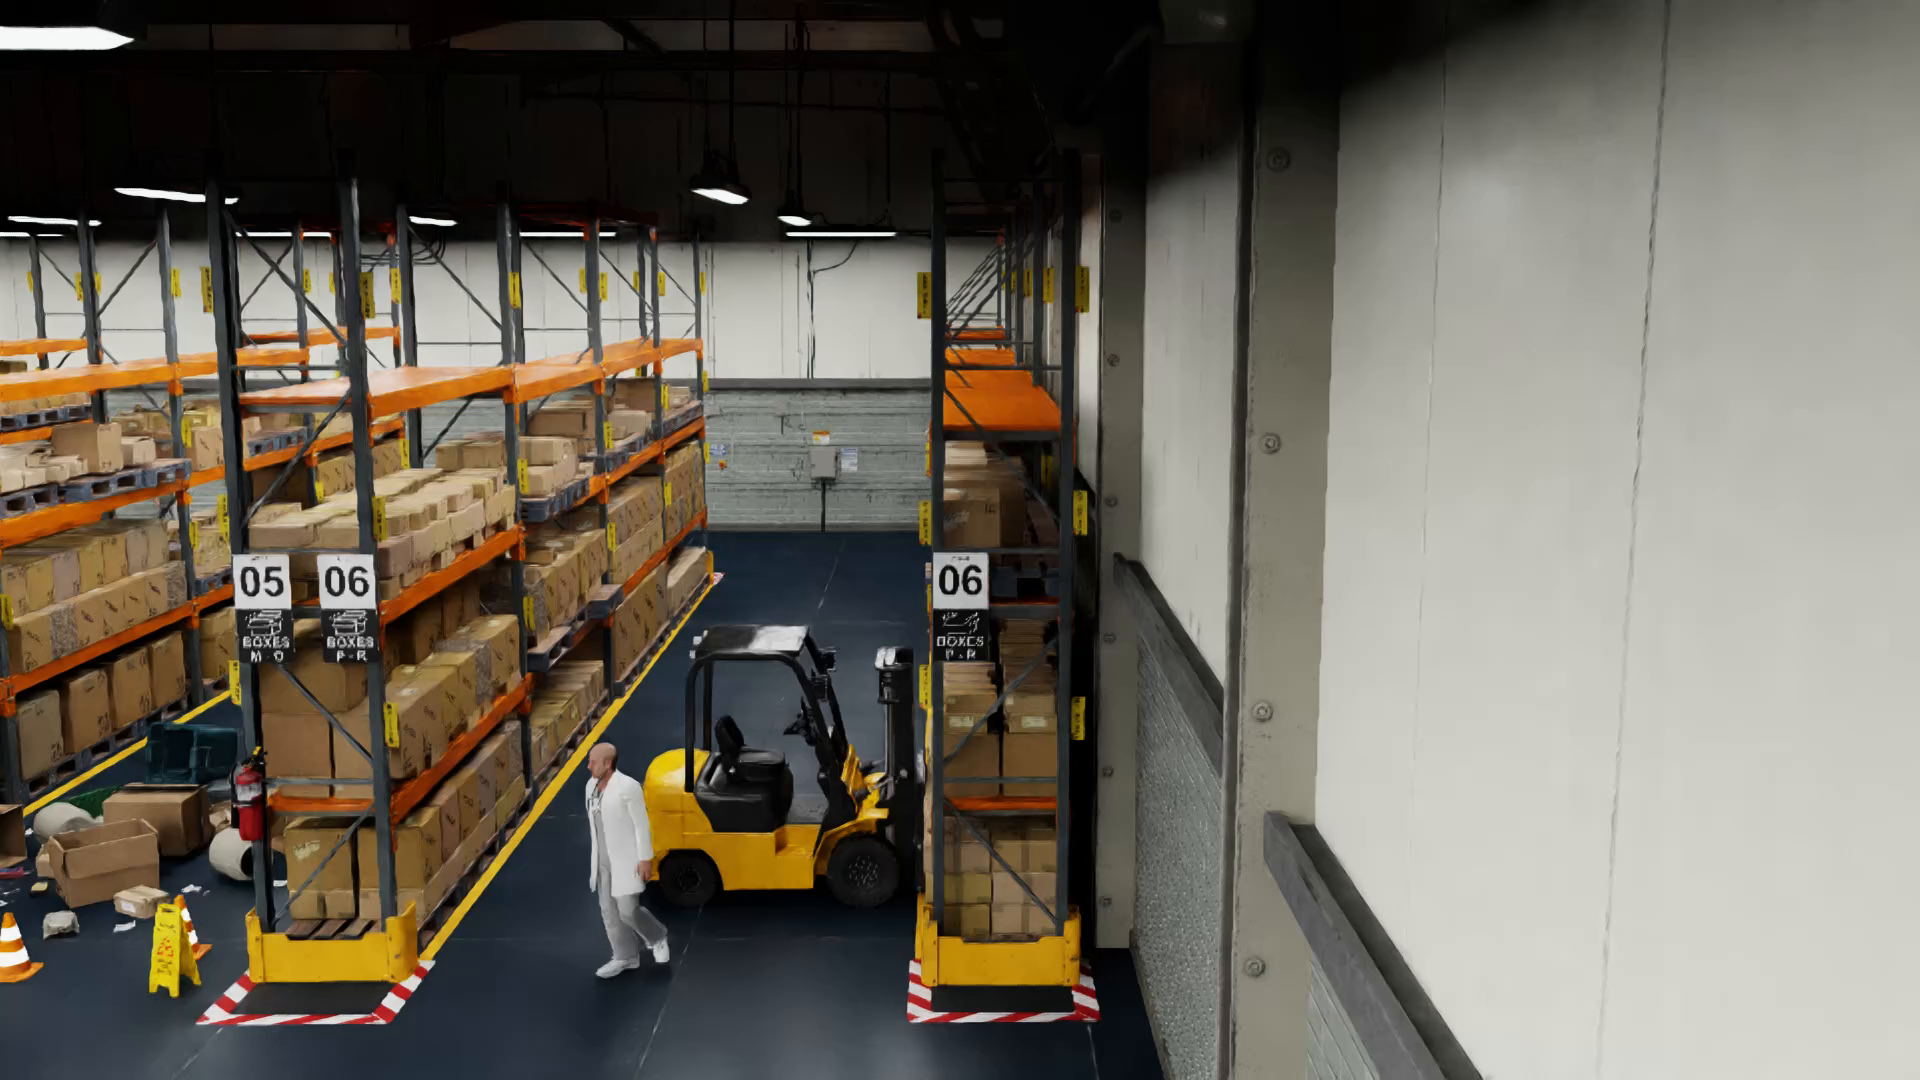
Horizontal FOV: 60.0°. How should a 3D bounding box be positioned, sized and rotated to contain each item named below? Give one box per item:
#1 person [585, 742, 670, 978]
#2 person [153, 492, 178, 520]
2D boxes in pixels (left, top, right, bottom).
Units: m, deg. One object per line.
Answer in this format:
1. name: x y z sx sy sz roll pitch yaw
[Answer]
1. person: -2.477 2.342 12.339 0.626 1.771 0.595 6 11 35
2. person: -15.139 -0.654 31.780 0.574 1.495 0.749 -3 10 -20
